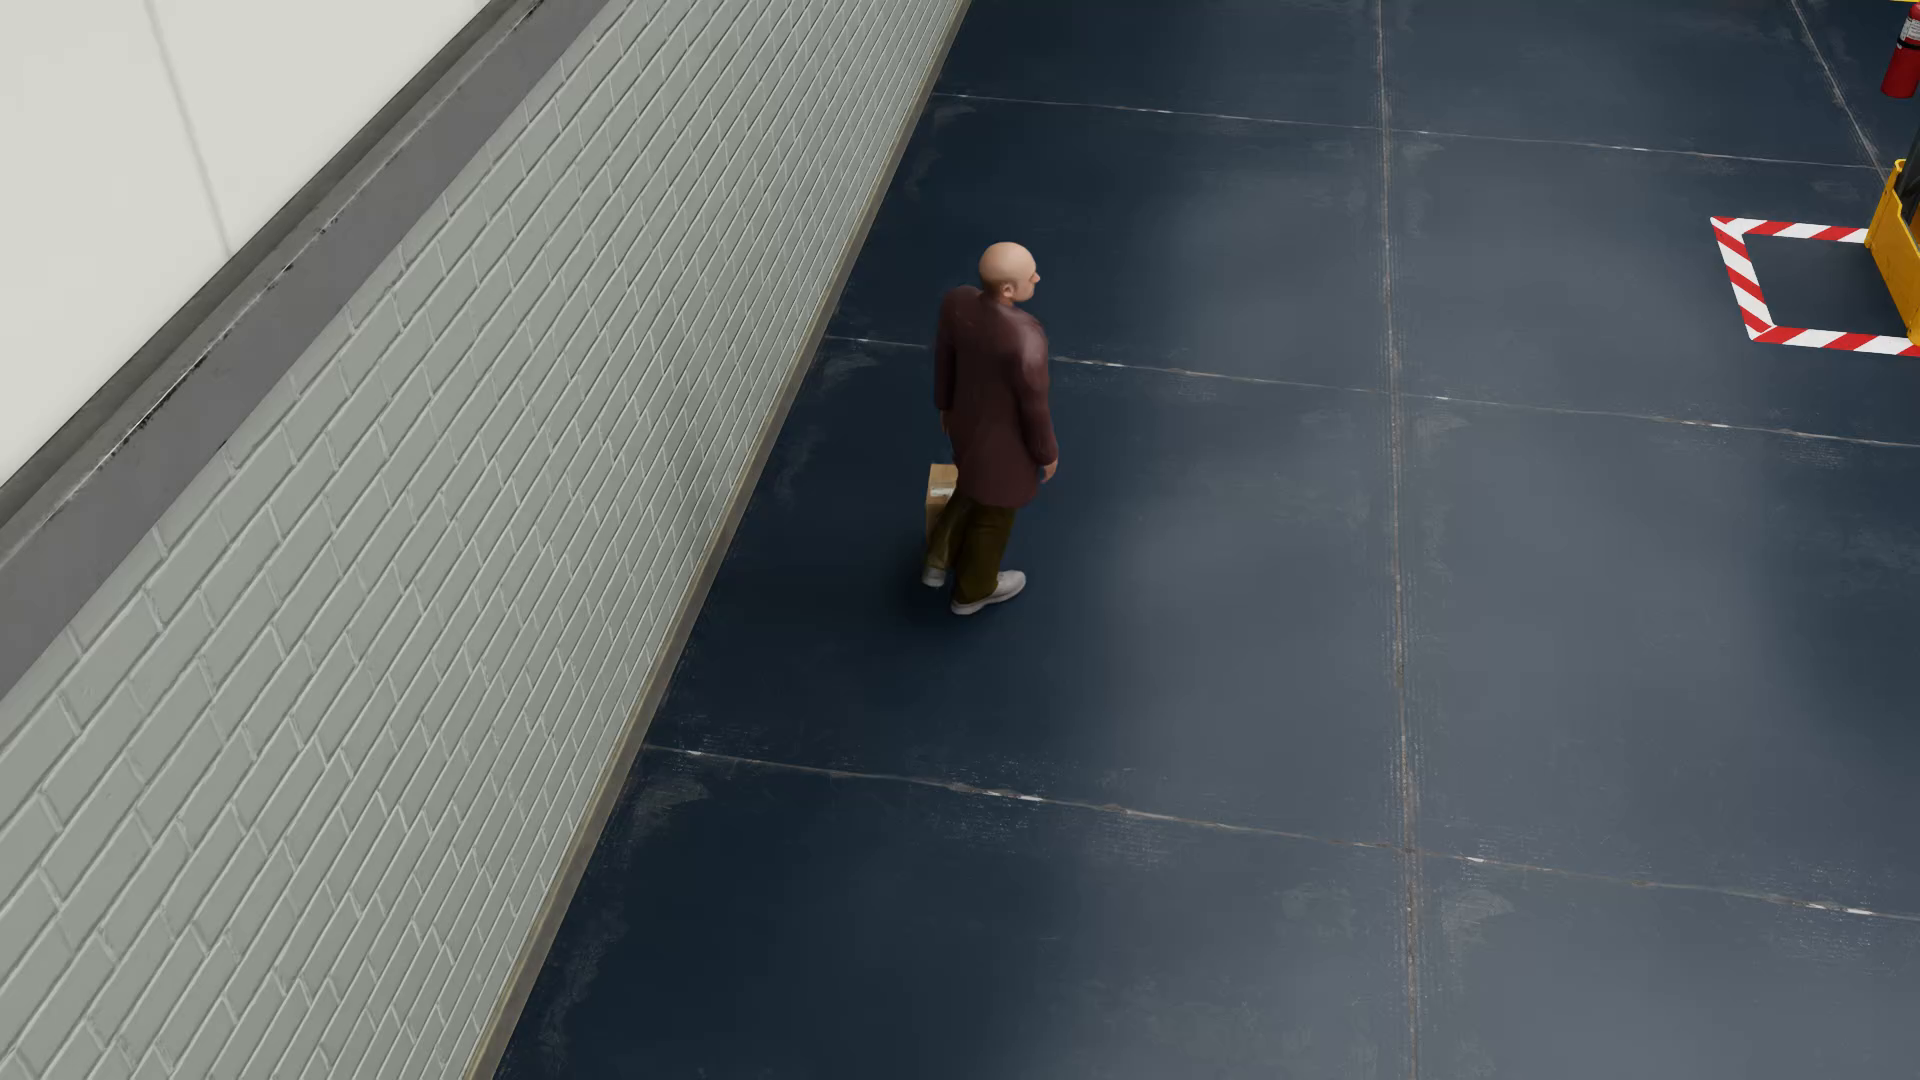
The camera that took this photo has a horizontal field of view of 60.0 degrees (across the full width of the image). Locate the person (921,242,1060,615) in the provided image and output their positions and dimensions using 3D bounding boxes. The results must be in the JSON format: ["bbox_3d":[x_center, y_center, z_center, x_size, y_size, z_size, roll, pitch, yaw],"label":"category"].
[{"bbox_3d":[0.117,-0.429,6.662,0.489,1.772,0.675,-27,47,-28],"label":"person"}]
